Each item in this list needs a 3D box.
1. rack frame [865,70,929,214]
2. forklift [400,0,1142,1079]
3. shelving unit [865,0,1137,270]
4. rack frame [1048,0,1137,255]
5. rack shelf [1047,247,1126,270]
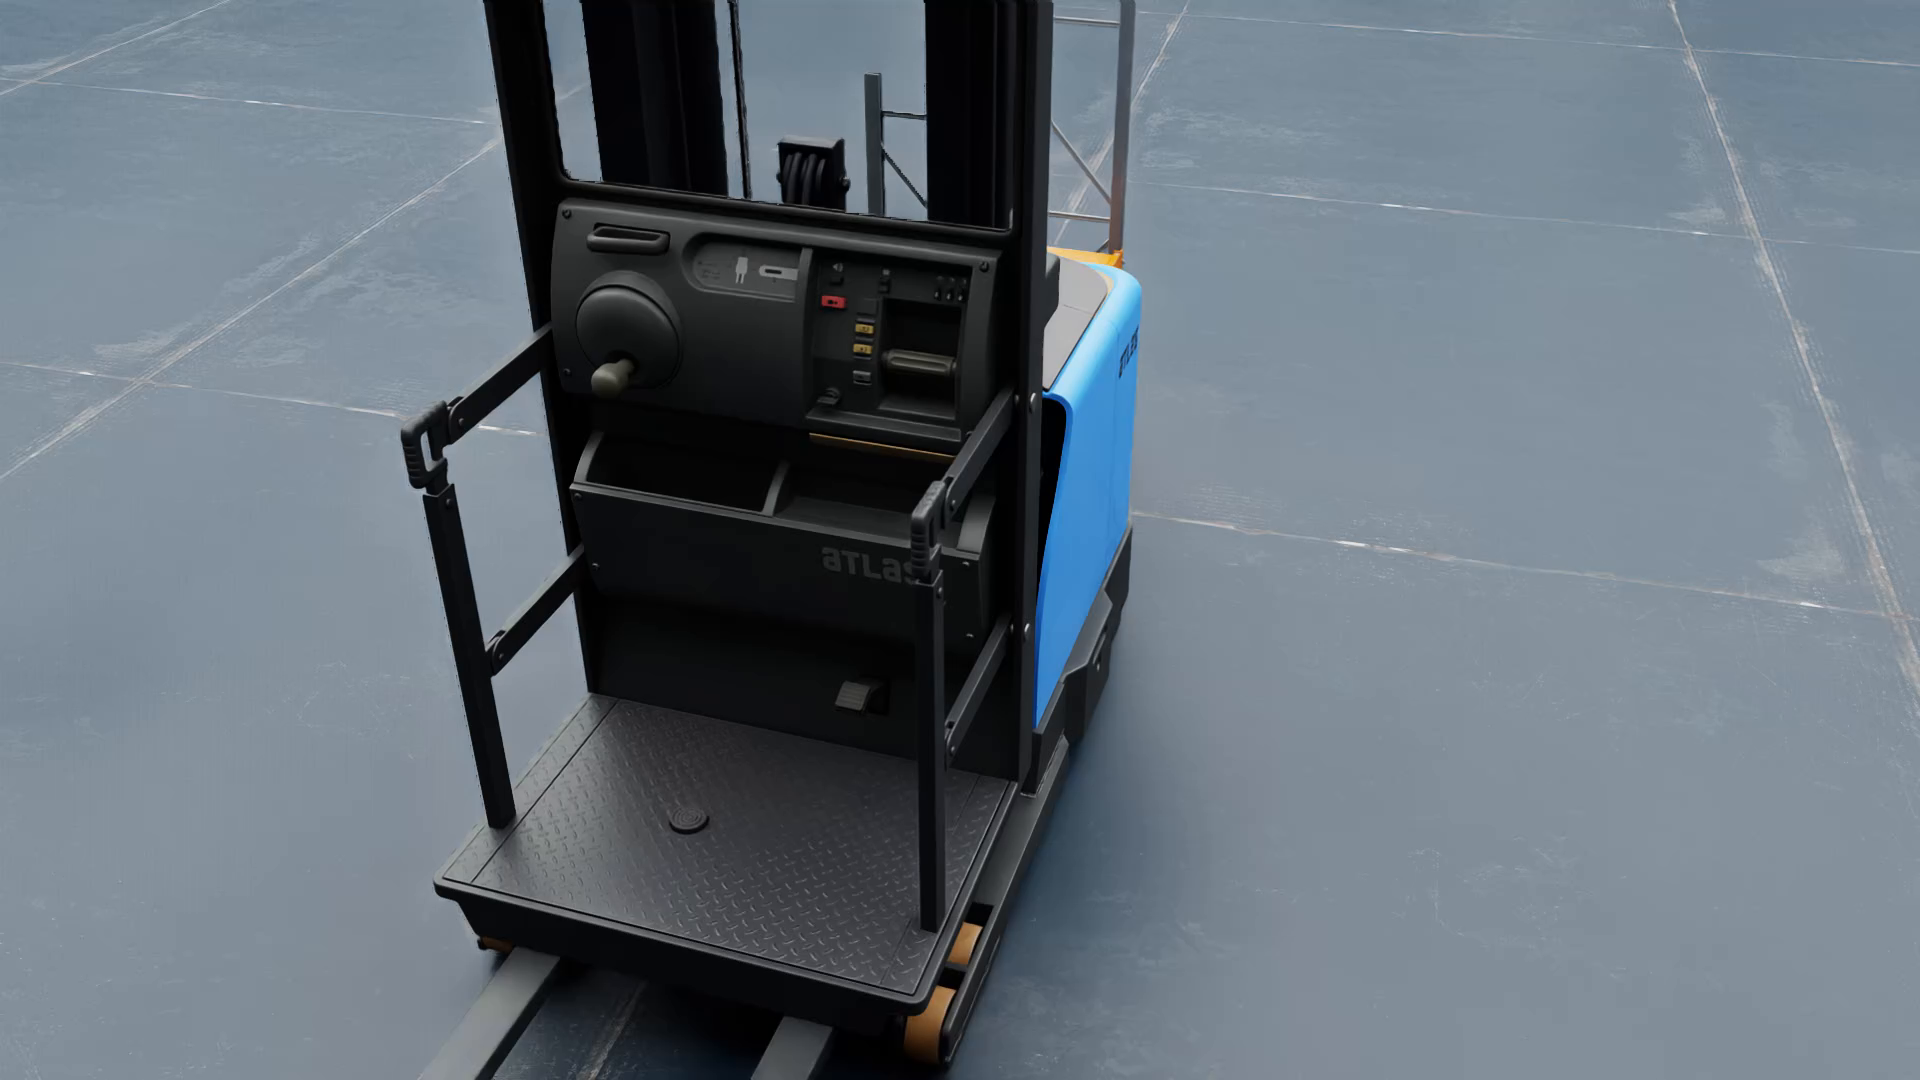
[{"bbox_3d":[-0.010,-0.568,4.746,0.500,1.500,0.032,10,34,15],"label":"rack frame"},{"bbox_3d":[-0.444,-0.376,3.110,1.130,2.935,3.031,10,34,15],"label":"forklift"},{"bbox_3d":[0.149,-0.832,5.162,0.587,1.500,1.083,10,34,15],"label":"shelving unit"},{"bbox_3d":[0.302,-1.087,5.563,0.500,1.500,0.032,10,34,15],"label":"rack frame"},{"bbox_3d":[0.146,-0.676,5.251,0.538,0.185,1.000,10,34,15],"label":"rack shelf"}]
